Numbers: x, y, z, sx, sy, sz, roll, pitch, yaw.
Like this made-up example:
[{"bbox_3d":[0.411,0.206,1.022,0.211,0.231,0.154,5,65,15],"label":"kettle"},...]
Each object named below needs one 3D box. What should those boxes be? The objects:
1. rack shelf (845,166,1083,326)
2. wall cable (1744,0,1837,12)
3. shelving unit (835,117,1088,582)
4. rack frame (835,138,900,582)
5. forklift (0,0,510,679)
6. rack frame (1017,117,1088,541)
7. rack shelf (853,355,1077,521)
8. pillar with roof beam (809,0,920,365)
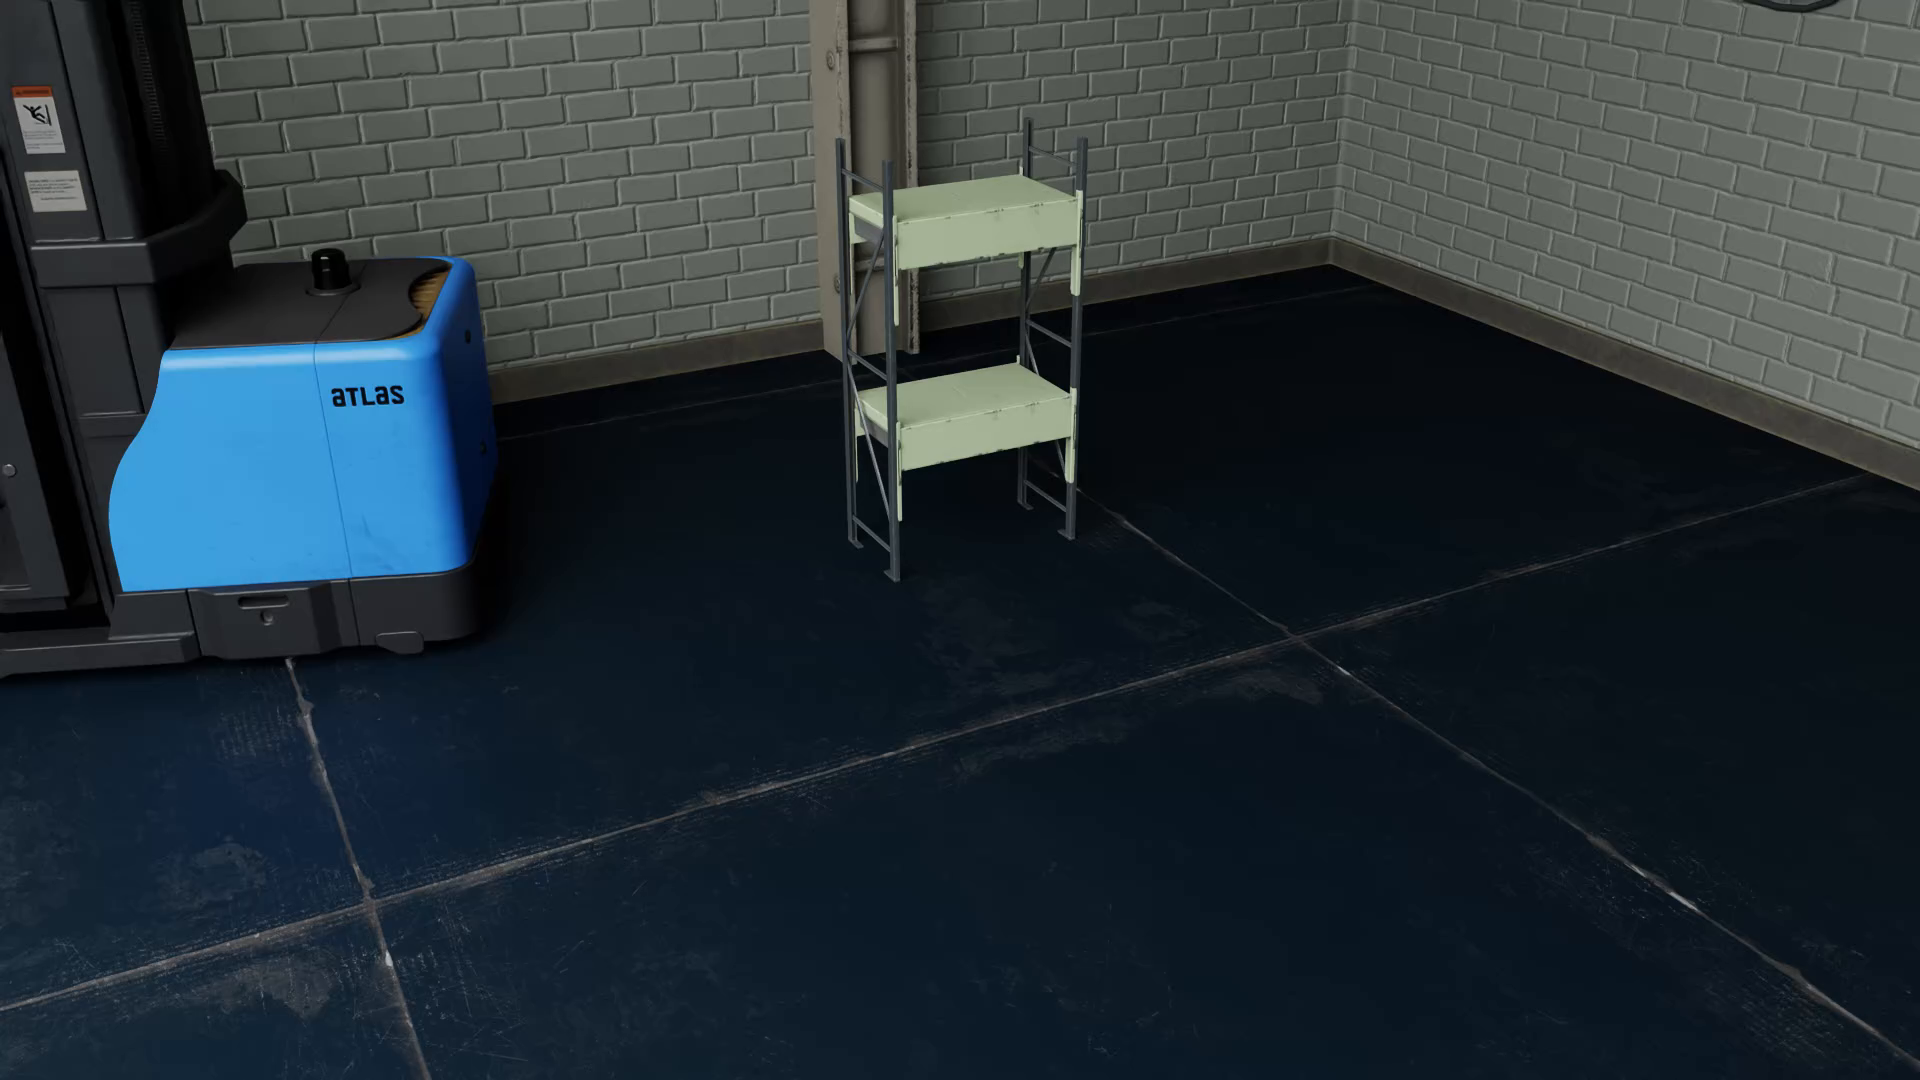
[{"bbox_3d":[0.006,-1.029,5.759,0.720,0.370,0.431,-13,29,-25],"label":"rack shelf"},{"bbox_3d":[2.782,-3.690,7.127,0.112,2.526,3.097,-13,29,-25],"label":"wall cable"},{"bbox_3d":[0.006,-0.677,5.928,0.755,1.500,0.431,-13,29,-25],"label":"shelving unit"},{"bbox_3d":[-0.317,-0.603,5.773,0.023,1.500,0.400,-13,29,-25],"label":"rack frame"},{"bbox_3d":[-3.135,-1.069,5.091,3.031,2.935,1.130,-4,26,-7],"label":"forklift"},{"bbox_3d":[0.329,-0.752,6.083,0.023,1.500,0.400,-13,29,-25],"label":"rack frame"},{"bbox_3d":[0.006,-0.384,6.069,0.720,0.370,0.431,-13,29,-25],"label":"rack shelf"},{"bbox_3d":[1.586,-3.351,2.832,0.400,9.000,9.100,-13,29,-25],"label":"pillar with roof beam"}]
